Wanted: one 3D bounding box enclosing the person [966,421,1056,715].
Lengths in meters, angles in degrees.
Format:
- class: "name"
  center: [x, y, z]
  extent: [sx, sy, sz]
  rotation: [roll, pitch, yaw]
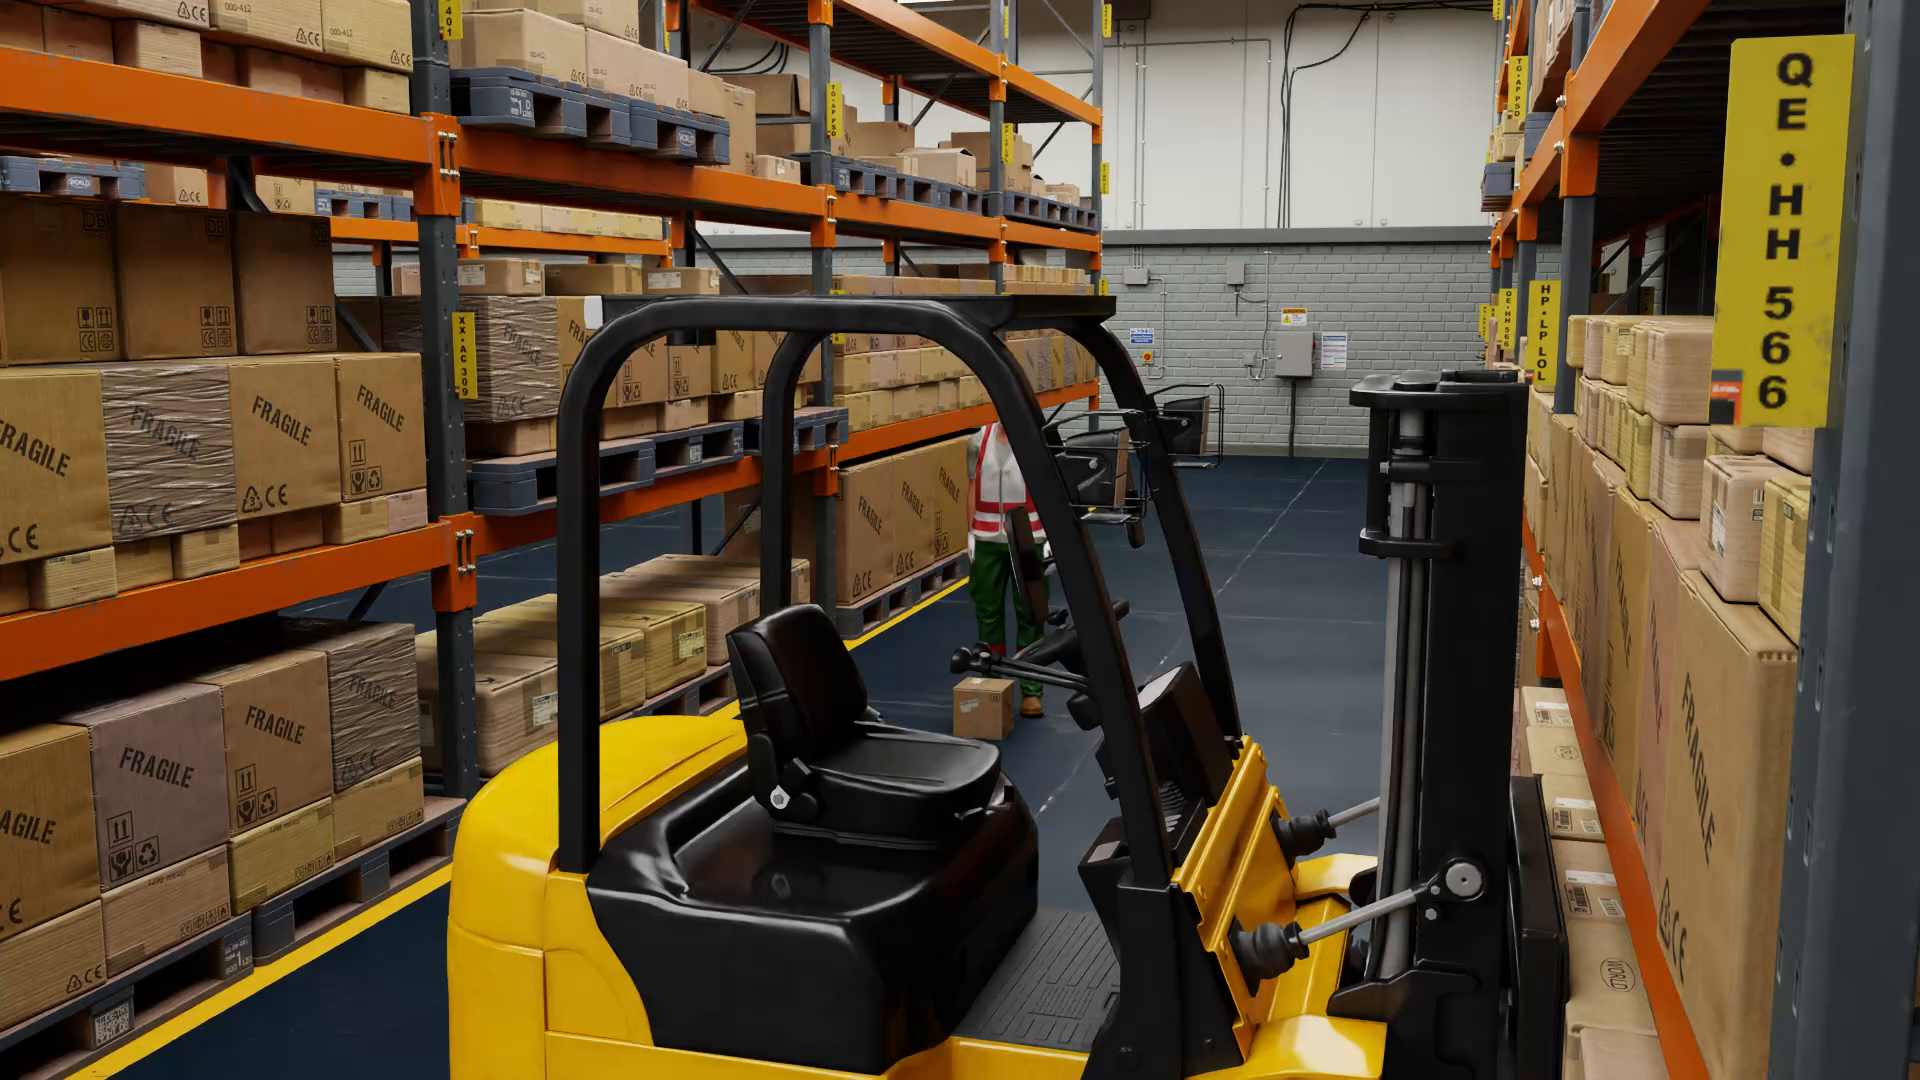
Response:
- class: "person"
  center: [0.272, 0.013, 8.646]
  extent: [0.526, 1.789, 0.332]
  rotation: [3, 9, 18]
